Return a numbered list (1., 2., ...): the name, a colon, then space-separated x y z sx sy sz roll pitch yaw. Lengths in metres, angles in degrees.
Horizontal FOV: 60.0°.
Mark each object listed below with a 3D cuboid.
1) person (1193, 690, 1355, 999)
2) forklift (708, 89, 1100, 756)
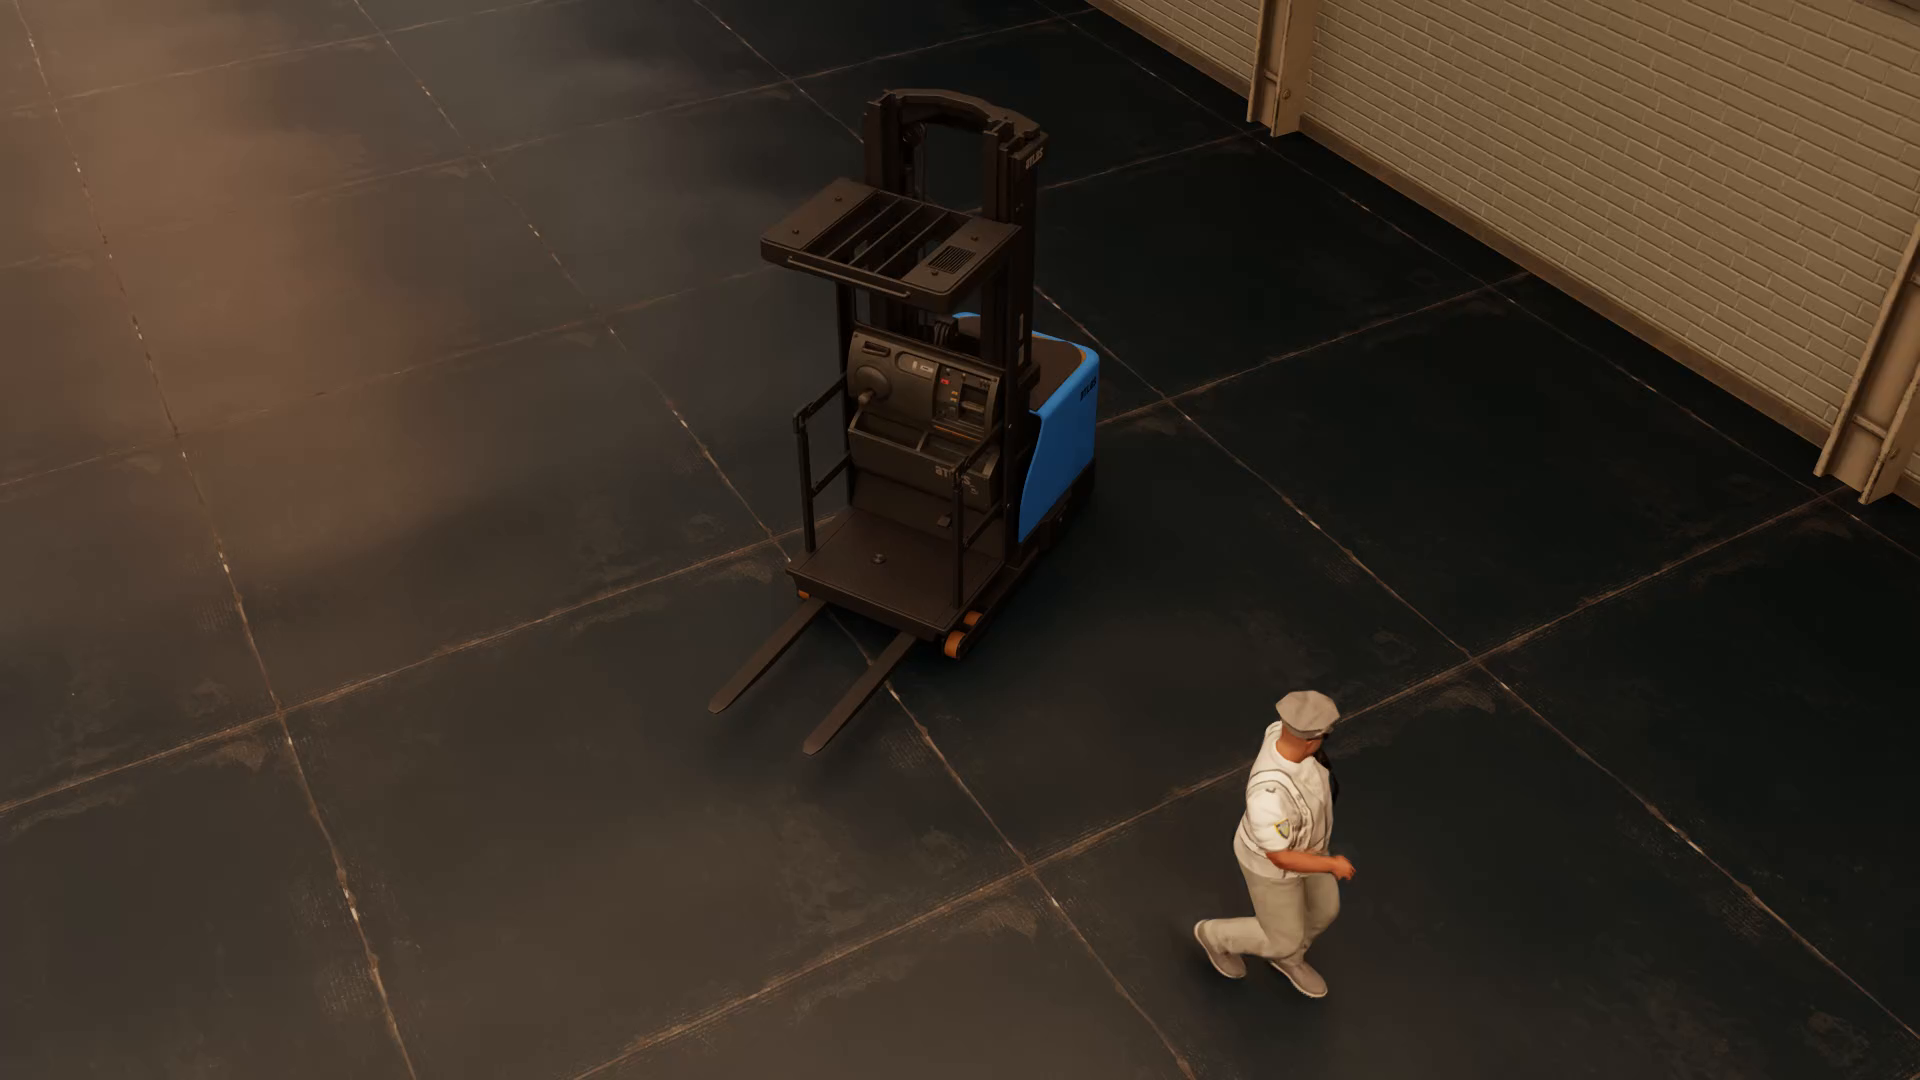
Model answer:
1. person: 1.469 1.357 7.382 0.635 1.692 0.699 26 46 28
2. forklift: -0.310 -0.782 8.979 1.130 2.935 3.031 20 44 22
